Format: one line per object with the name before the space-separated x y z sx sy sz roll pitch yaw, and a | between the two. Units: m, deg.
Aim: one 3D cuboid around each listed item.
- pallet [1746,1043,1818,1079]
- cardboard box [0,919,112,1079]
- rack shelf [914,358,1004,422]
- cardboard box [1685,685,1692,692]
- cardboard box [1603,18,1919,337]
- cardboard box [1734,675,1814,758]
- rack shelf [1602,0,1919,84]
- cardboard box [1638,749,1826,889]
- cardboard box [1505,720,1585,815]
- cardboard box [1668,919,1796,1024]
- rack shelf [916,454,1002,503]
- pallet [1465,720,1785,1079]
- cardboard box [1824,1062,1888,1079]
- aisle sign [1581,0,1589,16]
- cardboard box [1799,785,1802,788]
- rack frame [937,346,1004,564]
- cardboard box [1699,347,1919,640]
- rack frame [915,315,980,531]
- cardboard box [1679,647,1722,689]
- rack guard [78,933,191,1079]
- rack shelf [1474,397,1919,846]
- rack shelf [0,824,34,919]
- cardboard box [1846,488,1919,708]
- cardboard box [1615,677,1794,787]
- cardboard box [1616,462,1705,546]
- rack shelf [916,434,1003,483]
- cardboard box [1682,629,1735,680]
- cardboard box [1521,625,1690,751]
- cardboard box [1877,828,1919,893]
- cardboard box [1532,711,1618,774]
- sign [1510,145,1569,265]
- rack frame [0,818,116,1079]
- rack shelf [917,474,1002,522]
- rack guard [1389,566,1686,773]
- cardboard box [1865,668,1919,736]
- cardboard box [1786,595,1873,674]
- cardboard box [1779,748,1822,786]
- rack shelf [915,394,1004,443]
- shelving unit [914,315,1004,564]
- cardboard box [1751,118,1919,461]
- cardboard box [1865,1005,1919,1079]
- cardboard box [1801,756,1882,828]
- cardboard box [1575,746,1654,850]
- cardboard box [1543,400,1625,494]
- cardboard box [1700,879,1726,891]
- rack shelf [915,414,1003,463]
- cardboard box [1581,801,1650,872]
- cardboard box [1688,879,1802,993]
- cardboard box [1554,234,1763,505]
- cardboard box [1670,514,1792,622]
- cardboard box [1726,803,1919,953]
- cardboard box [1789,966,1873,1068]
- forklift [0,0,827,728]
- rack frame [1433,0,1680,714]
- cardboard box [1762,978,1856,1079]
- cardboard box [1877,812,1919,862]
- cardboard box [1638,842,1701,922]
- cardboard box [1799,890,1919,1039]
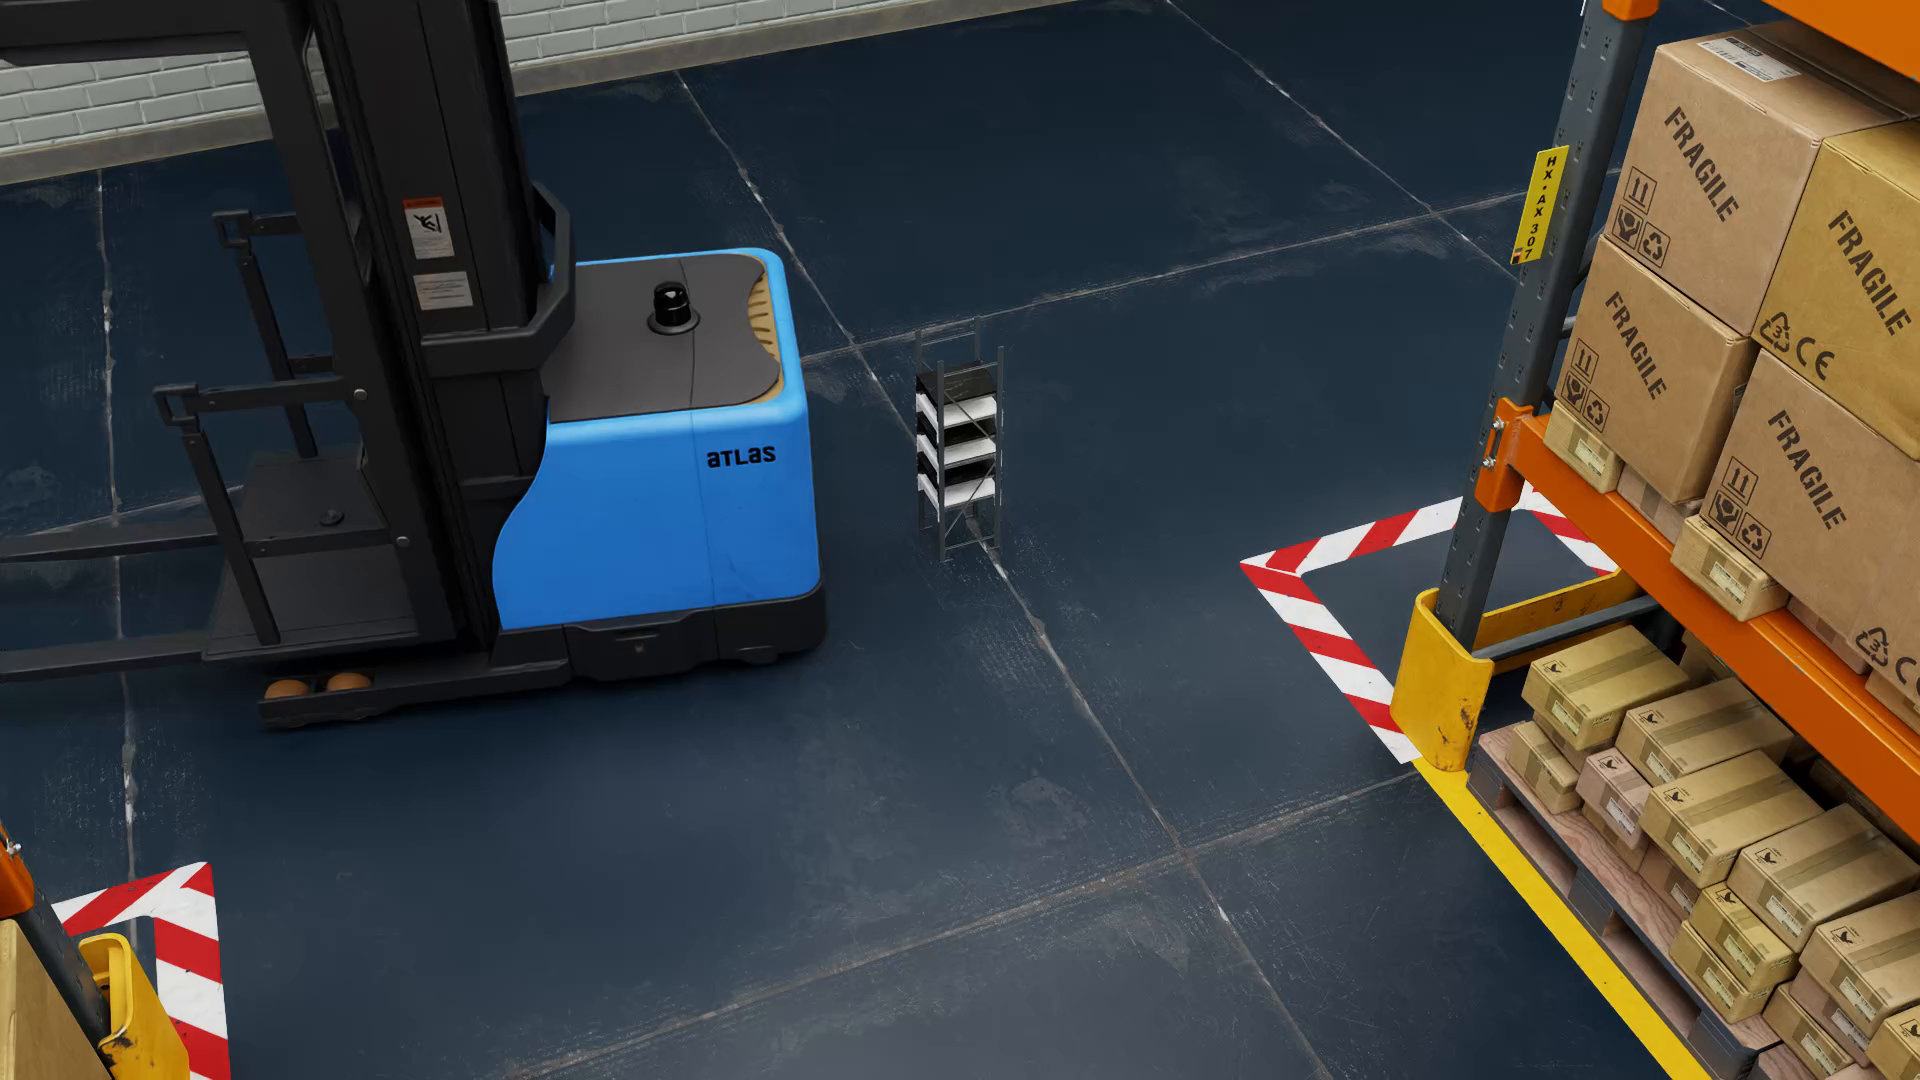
pallet | 2.767 1.668 4.149 1.003 0.211 1.213 -15 43 -17
cardboard box | -2.306 1.521 3.488 0.875 0.875 0.875 -15 43 -17
rack shelf | -0.003 -0.526 5.808 0.258 0.077 0.200 -15 43 -17
cardboard box | 2.391 0.519 5.210 0.380 0.149 0.250 -14 43 -16
cardboard box | 1.923 -0.861 3.878 0.500 0.500 0.500 -15 43 -17
cardboard box | 2.476 0.450 4.834 0.380 0.149 0.250 -14 43 -16
rack shelf | 2.762 -0.327 2.581 1.077 0.370 4.000 -15 43 -17
cardboard box | 2.078 0.749 4.487 0.380 0.149 0.250 -15 43 -17
cardboard box | 1.901 0.650 5.058 0.380 0.149 0.250 -14 43 -16
cardboard box | 2.175 1.116 4.516 0.380 0.149 0.250 -15 43 -16
rack shelf | -0.003 -0.253 6.043 0.258 0.077 0.200 -15 43 -17
pallet | 2.304 0.934 5.002 1.003 0.211 1.213 -15 43 -17
cardboard box | 2.376 1.418 4.165 0.380 0.149 0.250 -17 44 -19
aisle sign | 1.692 -1.622 3.842 0.394 0.787 0.004 -15 43 -17
cardboard box | 2.583 0.649 5.059 0.380 0.149 0.250 -14 43 -16
rack frame | 0.036 -0.285 5.891 0.240 0.900 0.006 -15 43 -17
cardboard box | 2.142 -0.163 3.834 0.500 0.500 0.500 -15 43 -17
rack frame | -0.042 -0.407 6.034 0.240 0.900 0.006 -15 43 -17
cardboard box | 2.462 0.388 5.134 0.380 0.149 0.250 -16 43 -18
rack guard | -2.634 1.442 4.189 1.175 0.500 0.348 -15 43 -17
rack shelf | 2.762 0.810 3.559 1.077 0.370 4.000 -15 43 -17
rack shelf | -1.859 1.987 2.191 1.077 0.370 4.000 -15 43 -17
cardboard box | 2.317 0.136 3.487 0.500 0.500 0.500 -15 43 -16
cardboard box | 2.100 0.565 4.700 0.380 0.149 0.250 -14 43 -16
cardboard box | 1.953 -0.152 4.319 0.380 0.149 0.250 -14 43 -15
rack shelf | -0.003 -0.321 5.984 0.258 0.077 0.200 -15 43 -17
cardboard box | 2.433 0.284 5.027 0.380 0.149 0.250 -15 43 -16
cardboard box | 1.883 0.429 4.859 0.380 0.149 0.250 -17 44 -19
cardboard box | 2.671 0.888 4.553 0.380 0.149 0.250 -16 43 -17
cardboard box | 1.960 0.521 4.980 0.380 0.149 0.250 -13 42 -15
sign | 1.495 -0.860 4.286 0.100 0.325 0.005 -15 43 -17
rack frame | -2.621 0.508 3.358 0.949 2.616 0.053 -15 43 -17
rack shelf | -0.003 -0.184 6.101 0.258 0.077 0.200 -15 43 -17
rack guard | 2.026 0.326 5.487 1.175 0.500 0.348 -15 43 -17
cardboard box | 2.314 0.315 3.776 0.380 0.149 0.250 -16 43 -17
cardboard box | 2.233 0.145 3.973 0.380 0.149 0.250 -13 42 -15
cardboard box | 2.513 0.559 4.936 0.380 0.149 0.250 -16 43 -18
rack shelf | -0.003 -0.457 5.867 0.258 0.077 0.200 -15 43 -17
shelving unit | -0.003 -0.346 5.962 0.258 0.900 0.210 -15 43 -17
cardboard box | 2.122 -0.558 3.527 0.500 0.500 0.500 -14 43 -16
cardboard box | 2.405 1.217 3.942 0.380 0.149 0.250 -14 43 -16
cardboard box | 2.663 0.701 4.771 0.380 0.149 0.250 -17 43 -19
cardboard box | 2.013 0.700 4.771 0.380 0.149 0.250 -15 43 -17
cardboard box | 1.818 -0.295 4.485 0.380 0.149 0.250 -15 43 -17
cardboard box | 2.188 0.826 4.626 0.380 0.149 0.250 -15 43 -16
rack shelf | -0.003 -0.389 5.925 0.258 0.077 0.200 -15 43 -17
cardboard box | 2.077 0.787 4.899 0.380 0.149 0.250 -15 43 -17
cardboard box | 2.186 1.007 4.414 0.380 0.149 0.250 -14 43 -16
cardboard box | 1.913 -0.479 4.201 0.500 0.500 0.500 -13 42 -15
cardboard box | 2.007 0.023 4.115 0.380 0.149 0.250 -16 43 -18
cardboard box | 2.249 0.878 4.337 0.380 0.149 0.250 -17 44 -19
cardboard box | 2.375 1.143 4.256 0.380 0.149 0.250 -17 44 -19
forklift | -2.026 -0.860 5.002 3.031 2.935 1.130 -6 41 -7
rack frame | 1.997 -0.667 4.726 1.000 3.000 0.127 -15 43 -17
cardboard box | 2.361 1.246 4.365 0.380 0.149 0.250 -15 43 -17
cardboard box | 2.733 0.746 4.490 0.380 0.149 0.250 -17 43 -19
cardboard box | 2.179 0.935 4.727 0.380 0.149 0.250 -15 43 -16
cardboard box | 2.347 1.047 4.140 0.380 0.149 0.250 -14 43 -15
